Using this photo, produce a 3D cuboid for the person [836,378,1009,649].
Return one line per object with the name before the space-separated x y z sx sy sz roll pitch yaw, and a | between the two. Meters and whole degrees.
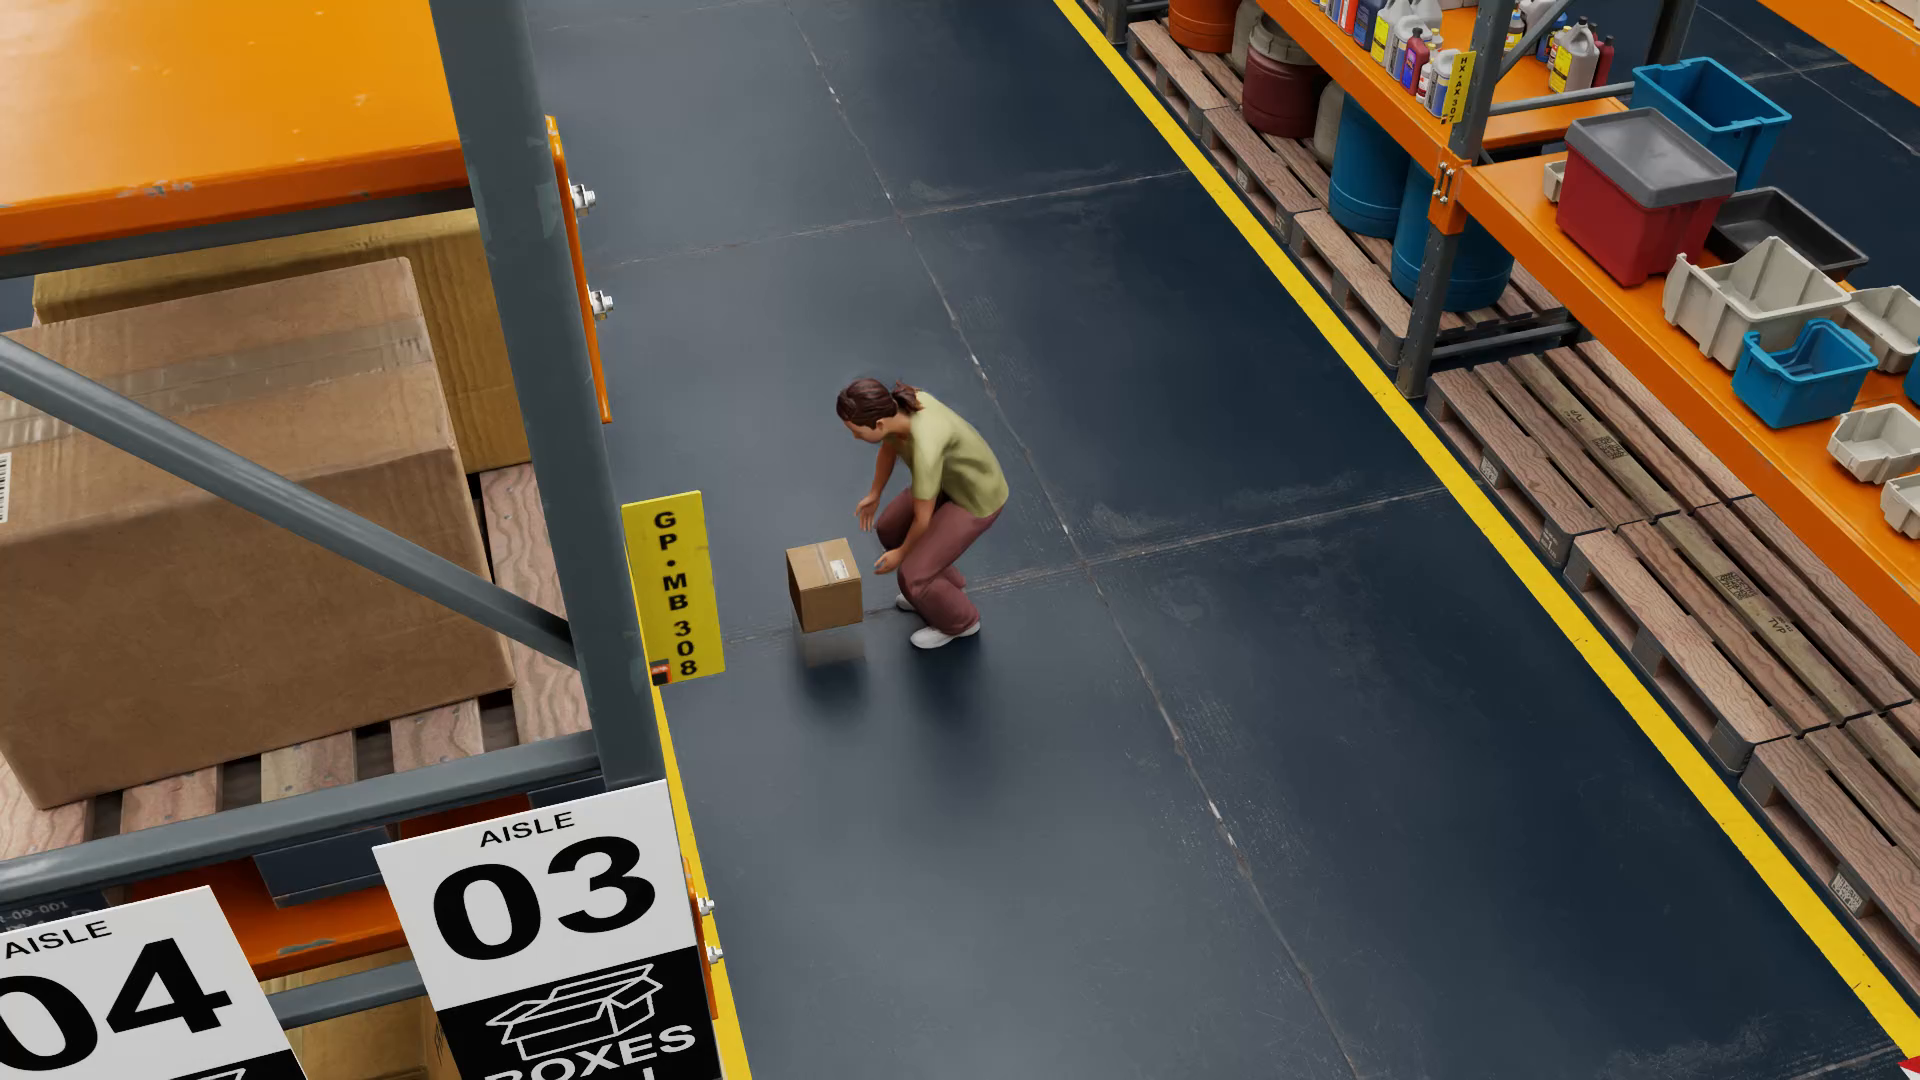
person | -0.136 -0.128 6.559 0.666 1.335 0.511 -12 44 -13
